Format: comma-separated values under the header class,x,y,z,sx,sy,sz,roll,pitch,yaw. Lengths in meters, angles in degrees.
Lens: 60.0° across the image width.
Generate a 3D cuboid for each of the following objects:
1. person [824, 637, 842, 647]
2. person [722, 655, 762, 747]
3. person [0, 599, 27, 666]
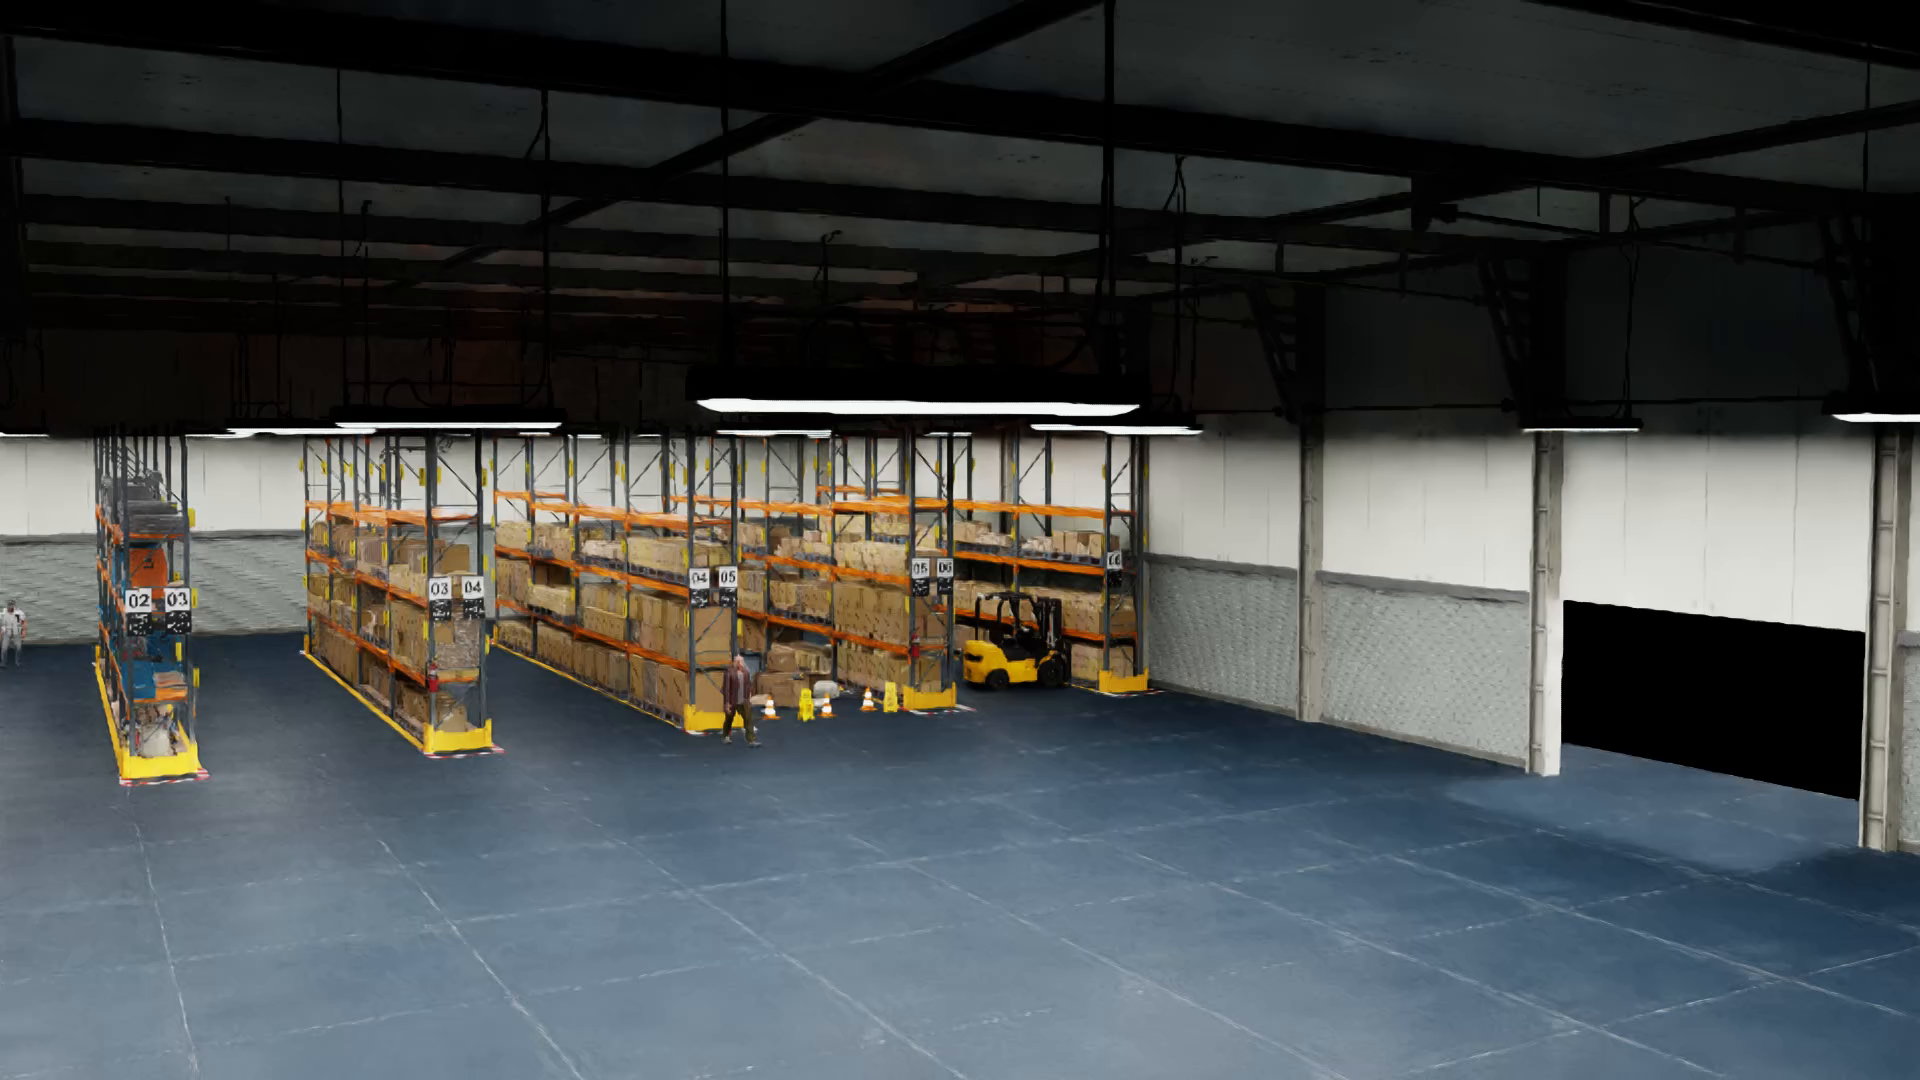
class,x,y,z,sx,sy,sz,roll,pitch,yaw
person,-3.498,2.147,45.800,0.532,1.577,0.536,0,3,-2
person,-4.126,2.983,30.915,0.601,1.683,1.184,-2,4,-30
person,-23.927,2.332,41.946,0.682,1.715,0.527,-2,4,-31
